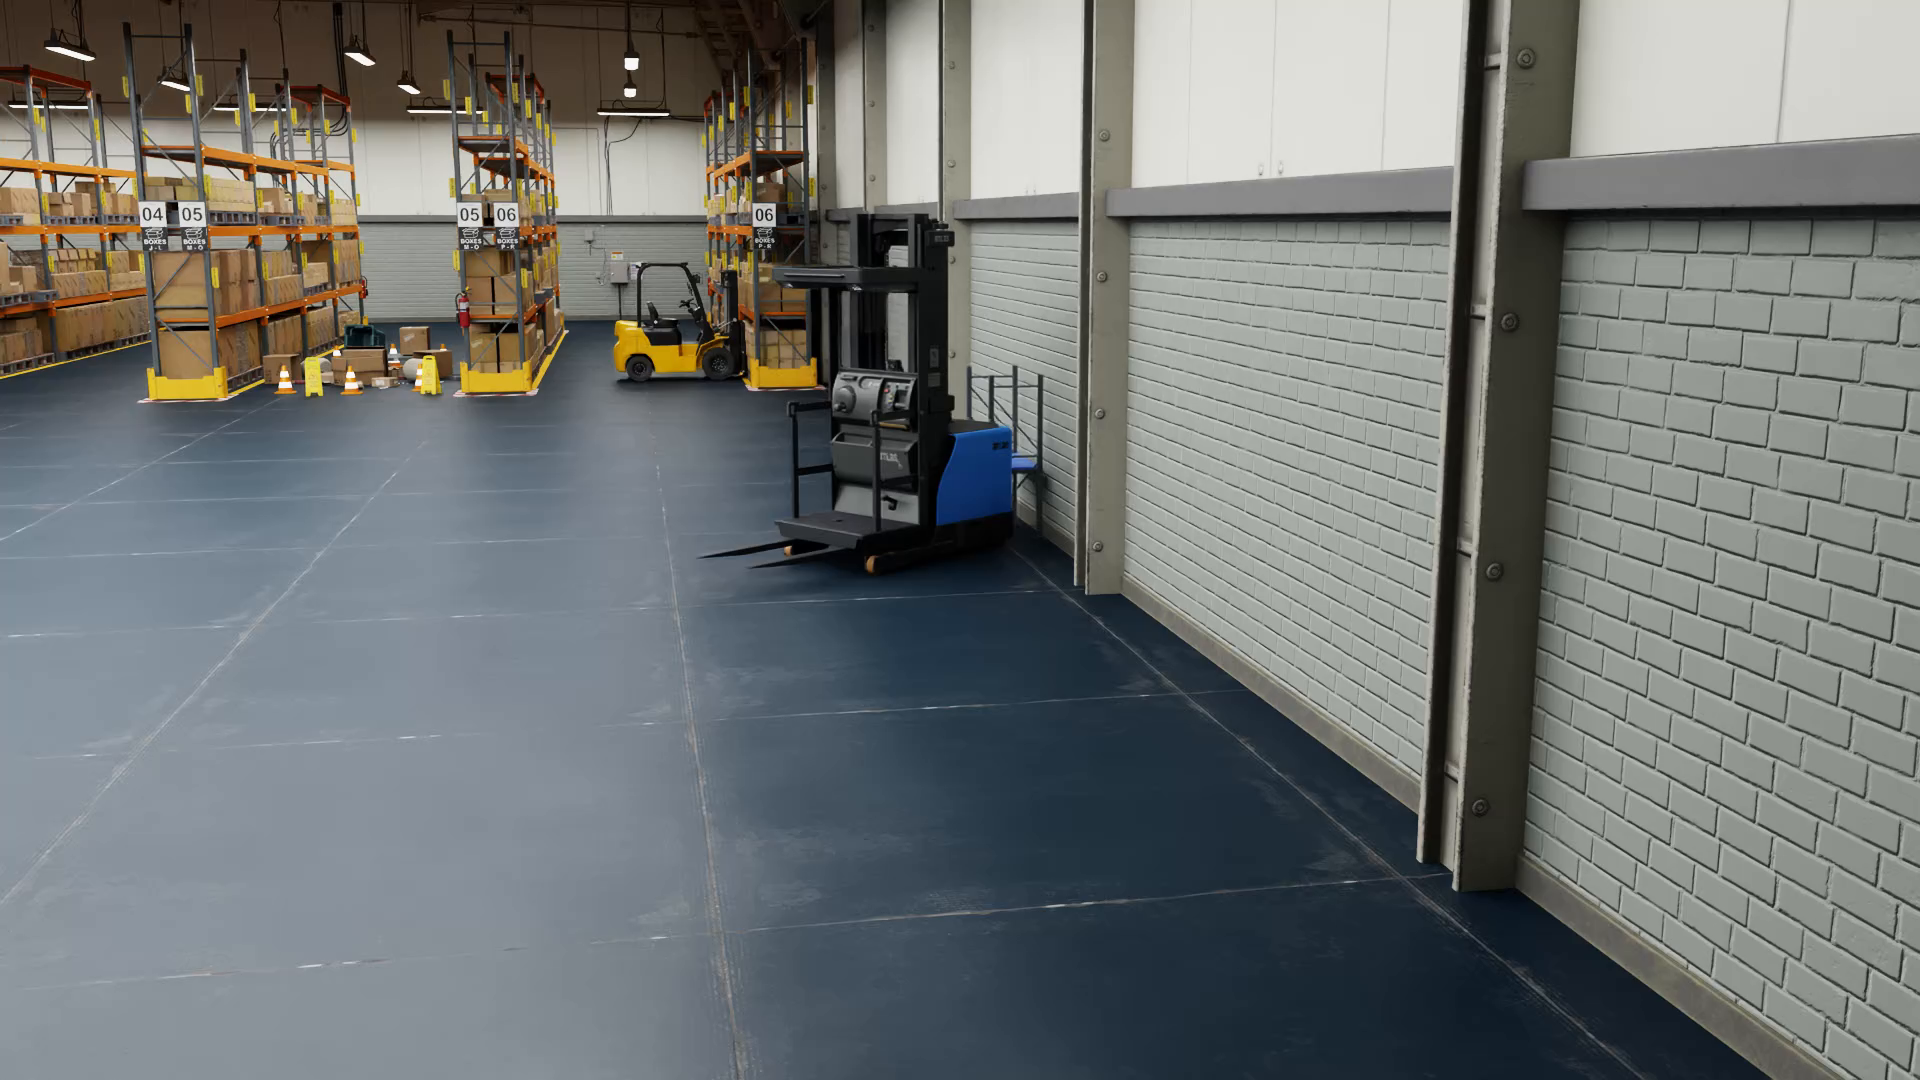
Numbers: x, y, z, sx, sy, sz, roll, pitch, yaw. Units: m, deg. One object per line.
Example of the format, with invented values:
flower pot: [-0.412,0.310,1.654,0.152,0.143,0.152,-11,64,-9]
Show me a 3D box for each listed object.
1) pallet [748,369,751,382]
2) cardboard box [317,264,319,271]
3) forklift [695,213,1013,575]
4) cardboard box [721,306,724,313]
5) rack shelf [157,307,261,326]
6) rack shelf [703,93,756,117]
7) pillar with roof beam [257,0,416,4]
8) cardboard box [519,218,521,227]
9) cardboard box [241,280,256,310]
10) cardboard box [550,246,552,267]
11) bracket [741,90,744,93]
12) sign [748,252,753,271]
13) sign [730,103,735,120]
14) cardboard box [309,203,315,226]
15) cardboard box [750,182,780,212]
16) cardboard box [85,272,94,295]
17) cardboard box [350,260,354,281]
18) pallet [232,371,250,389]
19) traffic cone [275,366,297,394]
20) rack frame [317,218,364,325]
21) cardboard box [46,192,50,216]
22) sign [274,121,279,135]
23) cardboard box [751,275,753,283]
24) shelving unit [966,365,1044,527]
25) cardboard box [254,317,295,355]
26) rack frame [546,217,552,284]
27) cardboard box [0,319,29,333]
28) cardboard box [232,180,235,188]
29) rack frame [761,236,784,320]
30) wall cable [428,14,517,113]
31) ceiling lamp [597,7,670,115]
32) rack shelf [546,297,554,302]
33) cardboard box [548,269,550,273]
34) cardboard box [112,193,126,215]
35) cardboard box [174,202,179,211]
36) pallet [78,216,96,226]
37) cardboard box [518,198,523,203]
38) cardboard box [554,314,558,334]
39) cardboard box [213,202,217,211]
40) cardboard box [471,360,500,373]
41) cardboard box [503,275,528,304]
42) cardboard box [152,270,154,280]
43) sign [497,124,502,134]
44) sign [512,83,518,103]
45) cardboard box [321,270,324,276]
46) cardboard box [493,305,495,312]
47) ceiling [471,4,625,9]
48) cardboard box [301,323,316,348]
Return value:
pallet: [-3.333,-2.997,30.432,1.003,0.211,1.213,-2,11,-11]
cardboard box: [-14.715,-6.168,37.591,0.380,0.149,0.250,-2,11,-13]
forklift: [-0.876,-1.257,14.016,1.130,2.935,3.031,10,14,41]
cardboard box: [-5.669,-5.651,40.743,0.380,0.149,0.250,-2,11,-8]
rack shelf: [-13.237,-3.958,29.423,0.919,0.124,3.809,-2,11,-11]
rack shelf: [-5.867,-11.022,42.128,1.077,0.370,4.000,-2,11,-11]
pillar with roof beam: [-17.963,-14.463,43.906,6.894,0.400,0.400,-2,11,-11]
cardboard box: [-7.758,-5.470,28.615,0.380,0.149,0.250,-2,11,-11]
cardboard box: [-13.413,-4.488,30.409,0.875,0.550,0.550,-2,11,-11]
cardboard box: [-10.201,-6.884,40.456,0.500,0.500,0.500,-2,11,-11]
bracket: [-5.659,-11.841,43.766,0.076,0.066,4.783,-2,11,-11]
sign: [-3.679,-4.896,29.222,0.100,0.325,0.005,-2,11,-11]
sign: [-4.452,-8.385,32.526,0.100,0.325,0.005,-2,11,-11]
cardboard box: [-14.460,-7.136,36.429,0.500,0.500,0.500,-2,11,-11]
cardboard box: [-3.469,-6.079,29.484,0.500,0.500,0.500,-2,11,-9]
cardboard box: [-19.510,-5.674,36.772,0.500,0.500,0.500,-2,11,-12]
cardboard box: [-15.417,-6.718,41.460,0.500,0.500,0.500,-2,11,-11]
pallet: [-13.314,-2.846,29.637,1.003,0.211,1.213,-2,11,-11]
traffic cone: [-11.558,-2.751,28.467,0.336,0.463,0.334,-2,11,-11]
rack frame: [-15.960,-6.783,42.865,1.000,3.000,0.127,-2,11,-11]
cardboard box: [-19.732,-7.147,35.366,0.500,0.500,0.500,-2,11,-8]
sign: [-15.717,-9.478,38.269,0.100,0.325,0.005,-2,11,-11]
cardboard box: [-3.565,-4.695,29.893,0.380,0.149,0.250,-2,11,-10]
shelving unit: [0.409,-0.853,15.719,0.538,1.500,1.039,-2,11,-11]
cardboard box: [-14.200,-4.142,33.881,1.050,0.750,0.750,-2,11,-10]
rack frame: [-10.346,-6.248,40.054,1.000,3.000,0.127,-2,11,-11]
cardboard box: [-17.332,-5.954,36.448,5.207,2.330,6.603,-2,11,-11]
cardboard box: [-12.946,-6.245,29.167,0.380,0.149,0.250,-2,11,-10]
rack frame: [-3.925,-4.962,33.296,0.949,2.616,0.053,-2,11,-11]
wall cable: [-14.024,-13.852,47.915,2.355,3.000,0.029,-2,11,-11]
ceiling lamp: [-9.061,-13.384,45.891,2.000,3.185,0.800,-2,11,-11]
rack shelf: [-9.957,-5.528,38.194,1.077,0.370,4.000,-2,11,-11]
cardboard box: [-9.810,-6.162,38.664,0.500,0.250,0.500,-2,11,-10]
cardboard box: [-20.340,-8.007,39.614,0.700,0.500,0.500,-2,11,-9]
cardboard box: [-13.344,-5.596,27.888,0.380,0.149,0.250,-2,11,-10]
pallet: [-19.840,-7.101,37.024,0.805,0.209,1.217,-3,11,-13]
cardboard box: [-7.909,-6.004,29.289,0.380,0.149,0.250,-2,11,-11]
cardboard box: [-10.363,-5.315,40.879,0.875,0.438,0.875,-2,11,-12]
cardboard box: [-12.650,-5.575,27.779,0.380,0.149,0.250,-2,11,-10]
cardboard box: [-8.438,-3.045,29.459,0.500,0.250,0.500,-2,11,-11]
cardboard box: [-7.936,-4.434,29.461,0.500,0.500,0.500,-2,11,-9]
cardboard box: [-20.490,-6.614,41.585,0.500,0.250,0.500,-2,11,-12]
sign: [-10.895,-9.716,39.308,0.100,0.325,0.005,-2,11,-11]
sign: [-7.480,-7.512,27.938,0.100,0.325,0.005,-2,11,-11]
cardboard box: [-14.813,-6.119,38.128,0.380,0.149,0.250,-2,11,-9]
cardboard box: [-8.473,-4.173,29.823,0.380,0.149,0.250,-2,11,-10]
ceiling: [-12.090,-14.828,45.021,6.000,0.001,6.000,-2,11,-11]
cardboard box: [-14.291,-4.433,36.081,0.500,0.500,0.500,-3,11,-13]
